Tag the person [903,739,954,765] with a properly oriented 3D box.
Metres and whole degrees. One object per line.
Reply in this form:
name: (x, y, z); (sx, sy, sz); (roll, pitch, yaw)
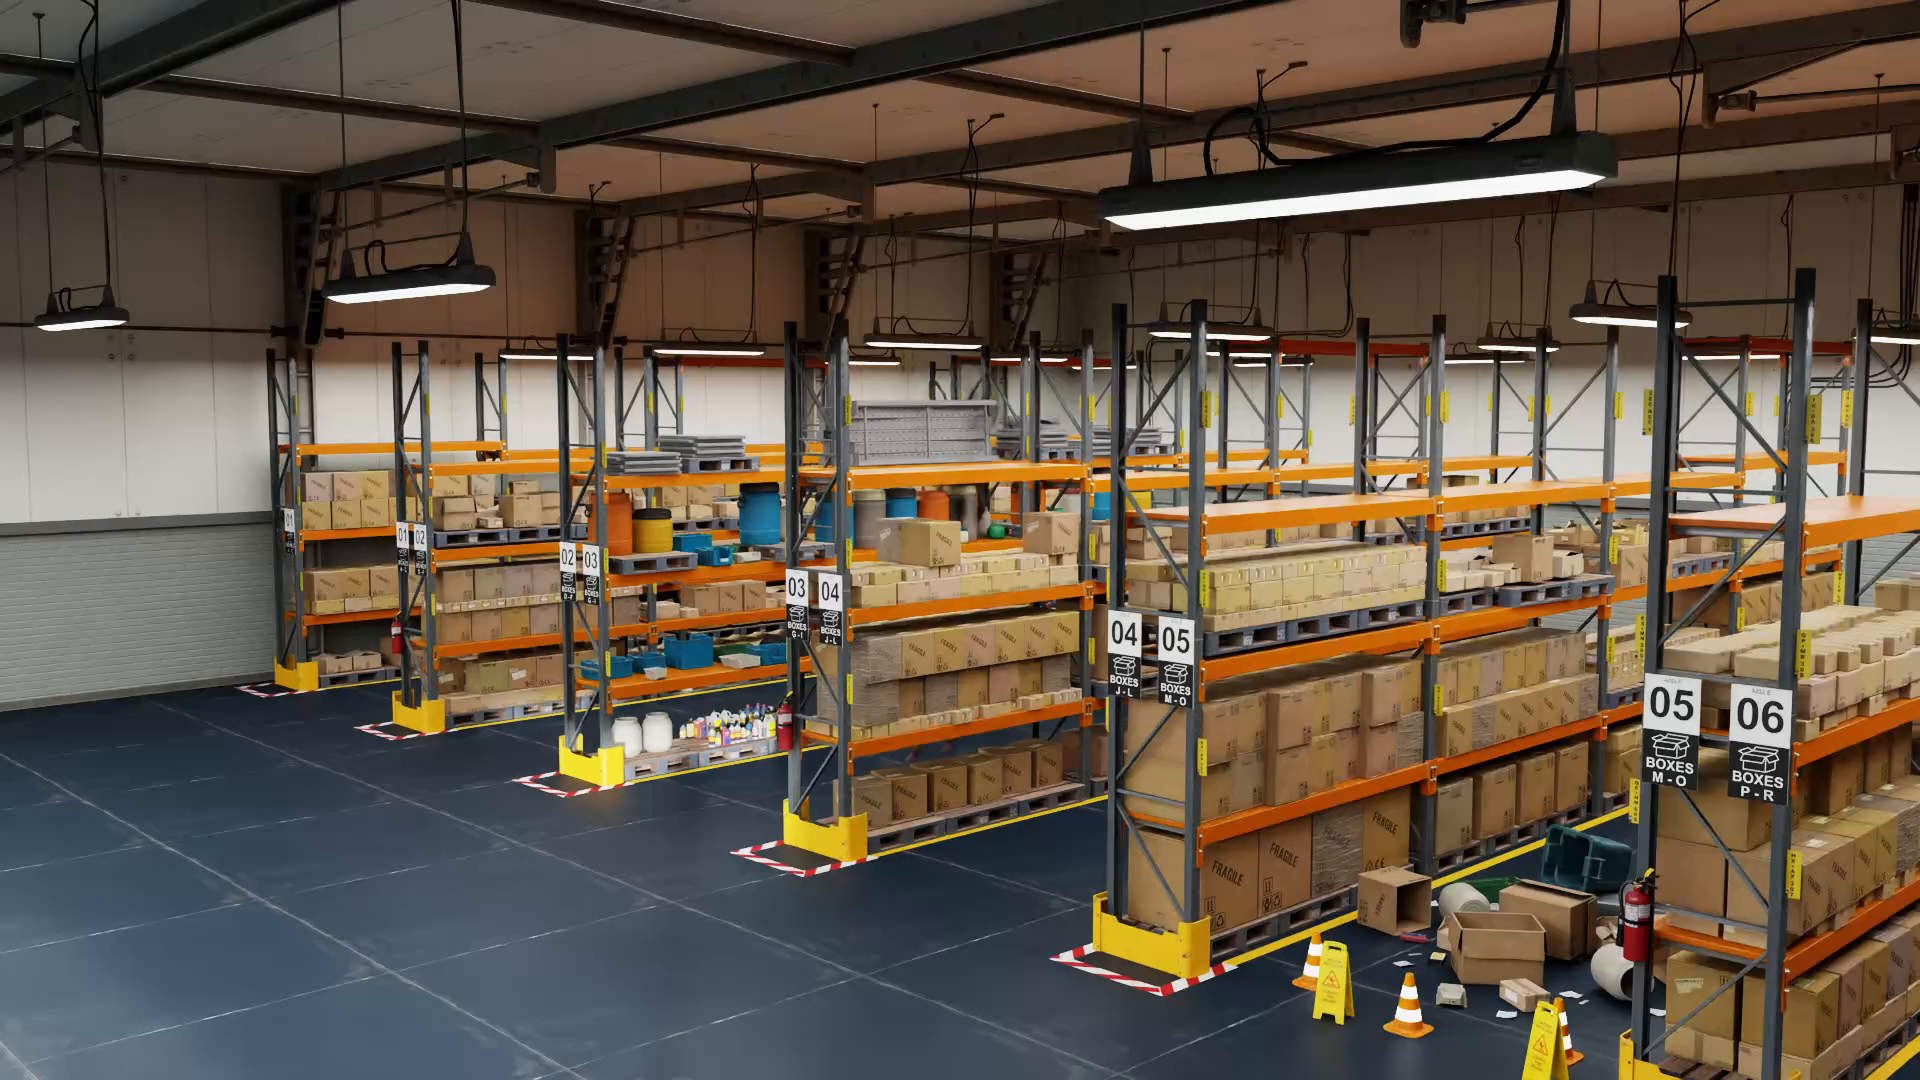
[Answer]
person: (-0.466, 2.239, 22.927); (0.580, 1.619, 0.896); (4, 6, 36)
